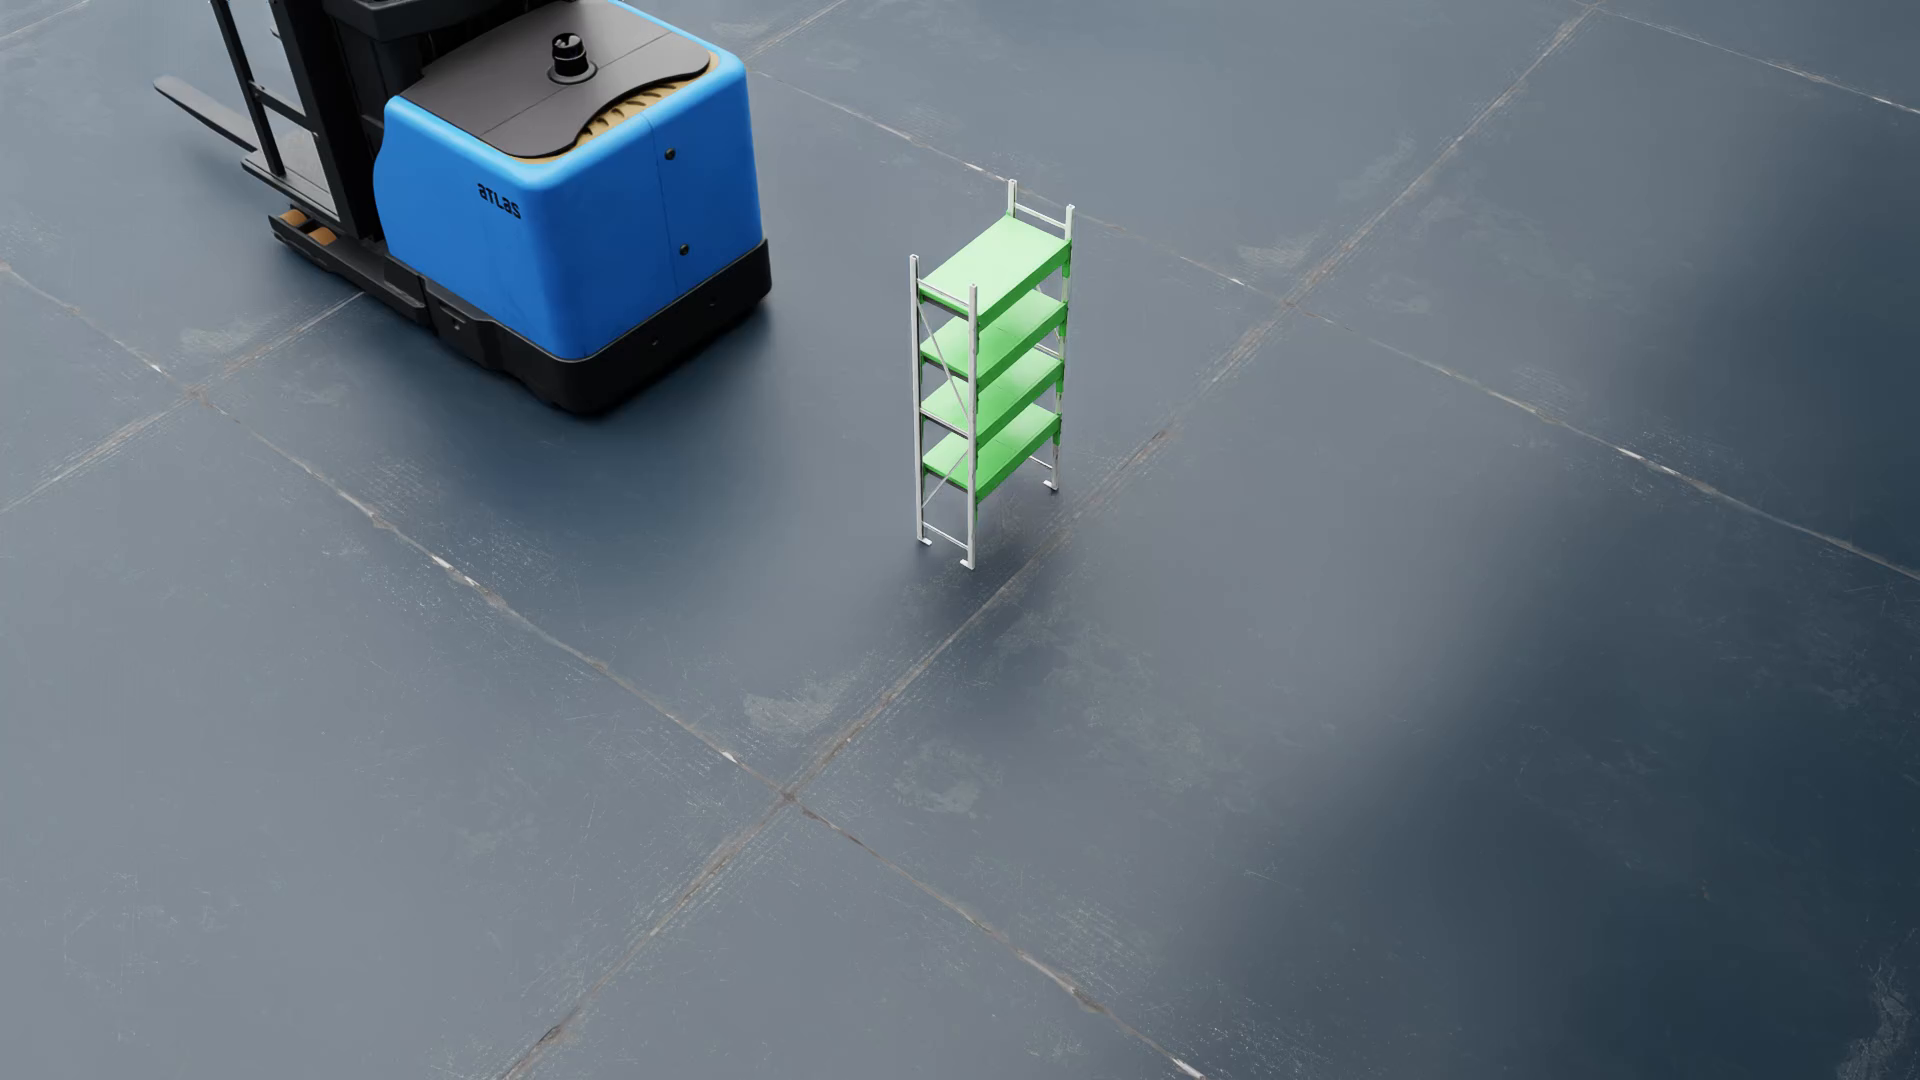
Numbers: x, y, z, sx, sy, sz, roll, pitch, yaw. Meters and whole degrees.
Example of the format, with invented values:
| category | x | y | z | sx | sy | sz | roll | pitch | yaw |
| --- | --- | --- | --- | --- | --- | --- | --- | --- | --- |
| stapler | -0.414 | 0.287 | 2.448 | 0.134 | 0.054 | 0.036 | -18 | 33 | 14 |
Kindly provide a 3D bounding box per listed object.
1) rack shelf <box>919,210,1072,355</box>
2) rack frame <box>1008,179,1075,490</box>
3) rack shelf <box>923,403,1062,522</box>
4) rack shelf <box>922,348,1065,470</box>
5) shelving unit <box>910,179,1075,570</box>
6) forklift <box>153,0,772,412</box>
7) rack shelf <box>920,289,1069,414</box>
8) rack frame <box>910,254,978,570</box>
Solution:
| category | x | y | z | sx | sy | sz | roll | pitch | yaw |
| --- | --- | --- | --- | --- | --- | --- | --- | --- | --- |
| rack shelf | 0.101 | -0.797 | 5.106 | 0.258 | 0.148 | 0.480 | 29 | 53 | 25 |
| rack frame | 0.250 | -0.649 | 5.540 | 0.240 | 1.200 | 0.015 | 29 | 53 | 25 |
| rack shelf | 0.101 | -0.299 | 5.626 | 0.258 | 0.148 | 0.480 | 29 | 53 | 25 |
| rack shelf | 0.101 | -0.465 | 5.453 | 0.258 | 0.148 | 0.480 | 29 | 53 | 25 |
| shelving unit | 0.101 | -0.509 | 5.407 | 0.258 | 1.200 | 0.503 | 29 | 53 | 25 |
| forklift | -2.208 | -2.387 | 6.003 | 3.031 | 2.935 | 1.130 | 31 | 54 | 26 |
| rack shelf | 0.101 | -0.631 | 5.279 | 0.258 | 0.148 | 0.480 | 29 | 53 | 25 |
| rack frame | -0.048 | -0.370 | 5.273 | 0.240 | 1.200 | 0.015 | 29 | 53 | 25 |
